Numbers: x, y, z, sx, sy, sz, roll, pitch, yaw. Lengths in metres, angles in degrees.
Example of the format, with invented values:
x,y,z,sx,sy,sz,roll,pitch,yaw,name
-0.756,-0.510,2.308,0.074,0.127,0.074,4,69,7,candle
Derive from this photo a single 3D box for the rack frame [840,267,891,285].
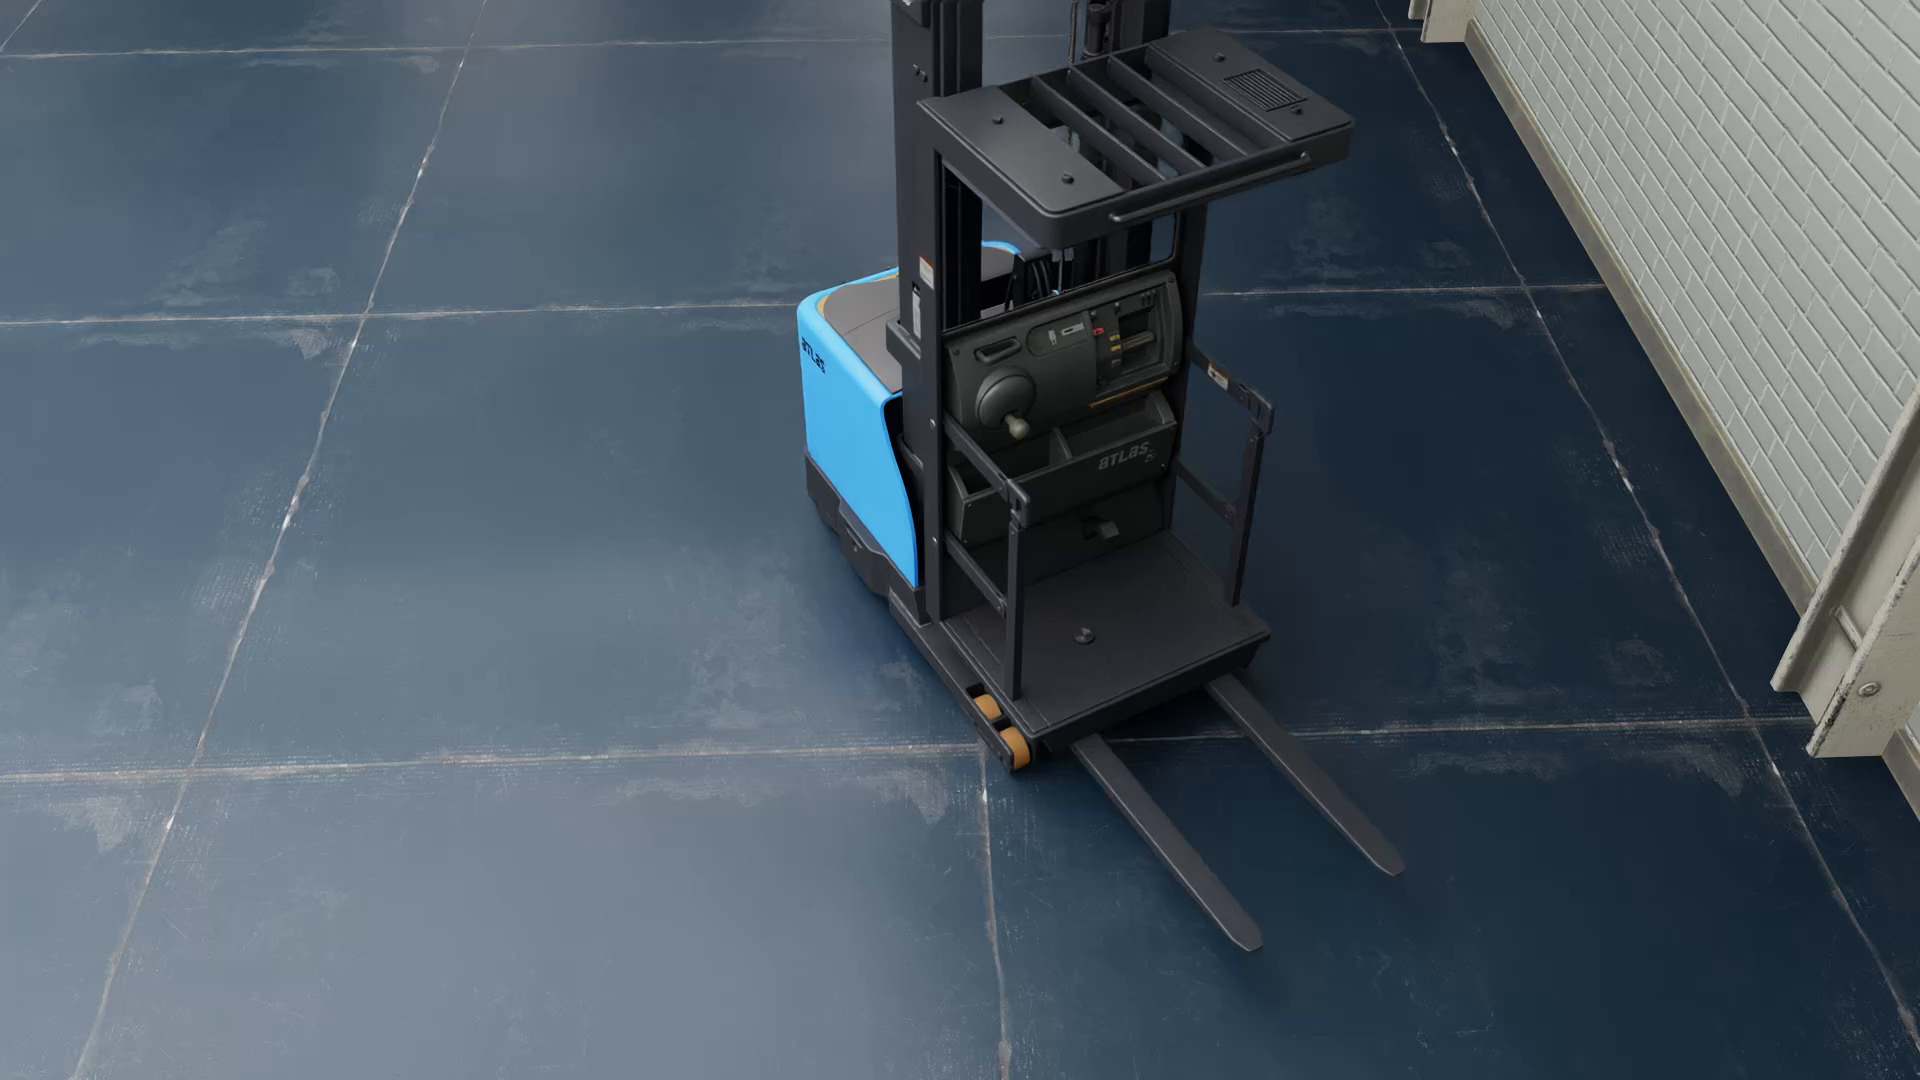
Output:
x,y,z,sx,sy,sz,roll,pitch,yaw,name
-0.407,-0.813,7.470,0.240,0.900,0.006,-21,47,-21,rack frame

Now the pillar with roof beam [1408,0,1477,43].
x,y,z,sx,sy,sz,roll,pitch,yaw,name
-1.162,-6.553,7.739,9.100,9.000,0.400,-2,43,-2,pillar with roof beam

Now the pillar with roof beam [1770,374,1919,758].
x,y,z,sx,sy,sz,roll,pitch,yaw,name
-0.908,-2.502,3.320,9.100,9.000,0.400,-2,43,-2,pillar with roof beam

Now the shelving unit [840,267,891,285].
x,y,z,sx,sy,sz,roll,pitch,yaw,name
-0.357,-0.753,7.405,0.258,0.900,0.210,-21,47,-21,shelving unit

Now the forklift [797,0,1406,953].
x,y,z,sx,sy,sz,roll,pitch,yaw,name
0.489,-0.565,5.697,1.130,2.935,3.031,-21,47,-21,forklift
